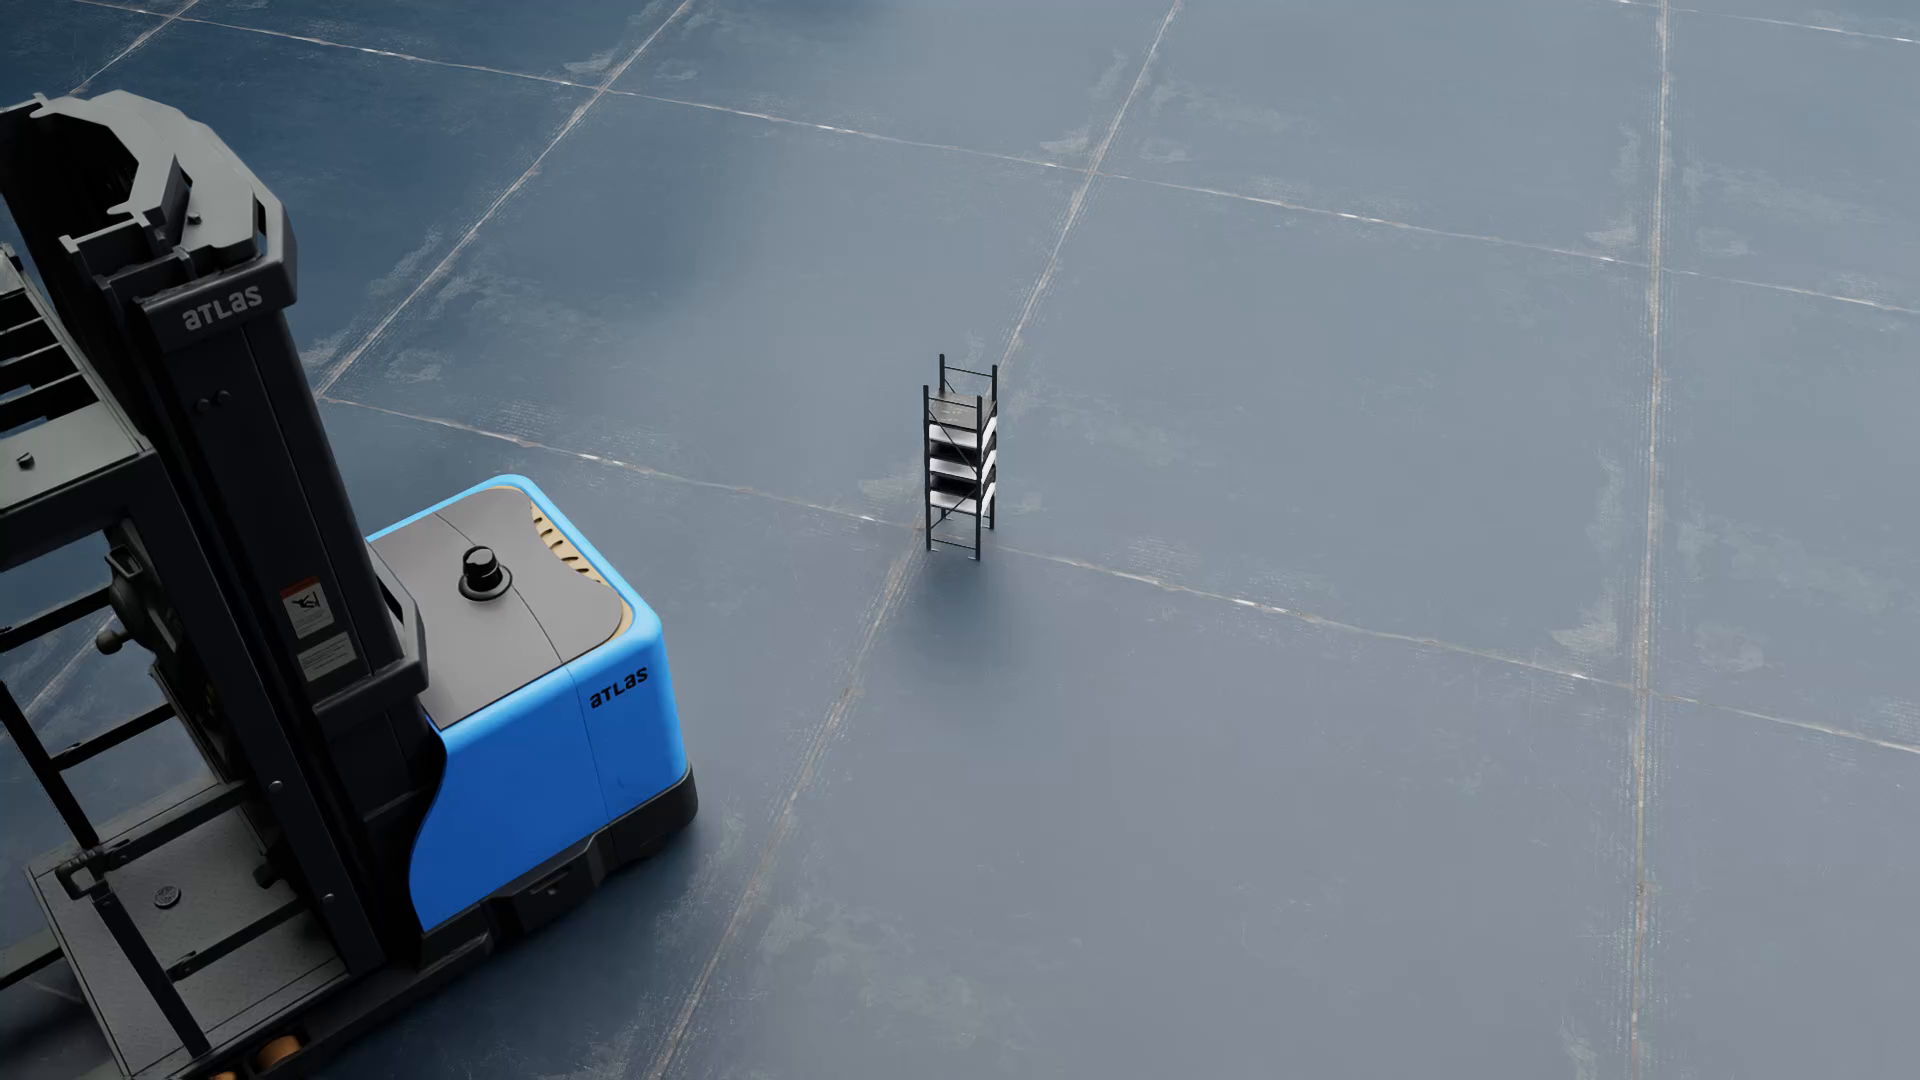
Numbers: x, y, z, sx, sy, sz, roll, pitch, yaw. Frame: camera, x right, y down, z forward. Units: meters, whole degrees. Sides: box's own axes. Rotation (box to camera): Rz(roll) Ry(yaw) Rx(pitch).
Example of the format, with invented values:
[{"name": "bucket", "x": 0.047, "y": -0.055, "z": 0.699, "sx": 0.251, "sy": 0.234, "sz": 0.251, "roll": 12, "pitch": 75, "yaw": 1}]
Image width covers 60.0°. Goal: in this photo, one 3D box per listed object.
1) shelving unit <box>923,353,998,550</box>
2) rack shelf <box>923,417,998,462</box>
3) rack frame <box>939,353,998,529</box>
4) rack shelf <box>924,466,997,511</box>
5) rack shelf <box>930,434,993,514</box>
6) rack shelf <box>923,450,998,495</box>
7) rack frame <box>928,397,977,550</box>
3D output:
[{"name": "shelving unit", "x": 0.003, "y": -0.328, "z": 6.840, "sx": 0.258, "sy": 0.900, "sz": 0.208, "roll": 13, "pitch": 46, "yaw": 12}, {"name": "rack shelf", "x": 0.002, "y": -0.432, "z": 6.737, "sx": 0.258, "sy": 0.077, "sz": 0.200, "roll": 13, "pitch": 46, "yaw": 12}, {"name": "rack frame", "x": 0.033, "y": -0.395, "z": 6.909, "sx": 0.240, "sy": 0.900, "sz": 0.006, "roll": 13, "pitch": 46, "yaw": 12}, {"name": "rack shelf", "x": 0.002, "y": -0.239, "z": 6.926, "sx": 0.258, "sy": 0.077, "sz": 0.200, "roll": 13, "pitch": 46, "yaw": 12}, {"name": "rack shelf", "x": 0.002, "y": -0.291, "z": 6.875, "sx": 0.221, "sy": 0.281, "sz": 0.190, "roll": 13, "pitch": 46, "yaw": 12}, {"name": "rack shelf", "x": 0.002, "y": -0.303, "z": 6.863, "sx": 0.258, "sy": 0.077, "sz": 0.200, "roll": 13, "pitch": 46, "yaw": 12}, {"name": "rack frame", "x": -0.028, "y": -0.259, "z": 6.770, "sx": 0.228, "sy": 0.785, "sz": 0.003, "roll": 13, "pitch": 46, "yaw": 12}]
